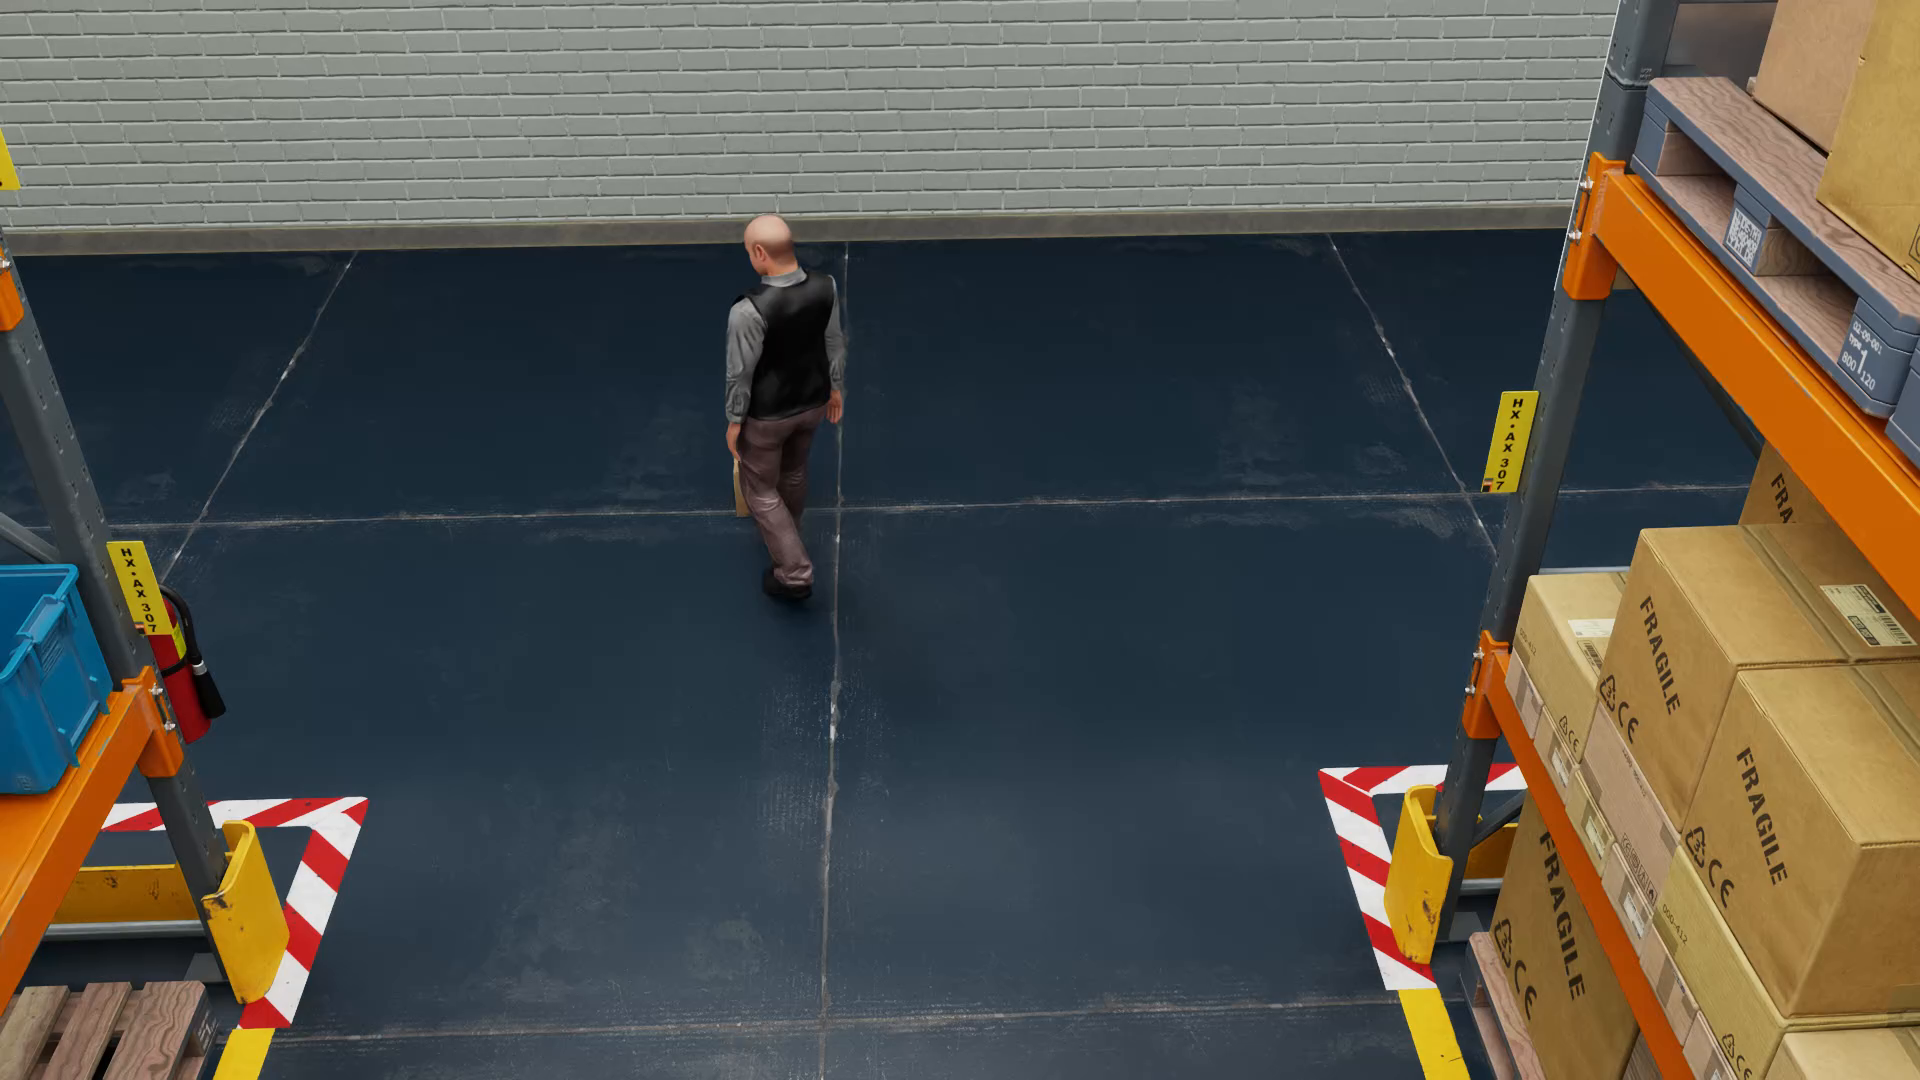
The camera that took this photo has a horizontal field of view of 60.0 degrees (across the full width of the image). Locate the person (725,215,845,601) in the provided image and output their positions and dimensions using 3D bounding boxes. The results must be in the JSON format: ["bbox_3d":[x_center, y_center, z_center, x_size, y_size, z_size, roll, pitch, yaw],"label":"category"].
[{"bbox_3d":[-0.778,-0.576,6.991,0.564,1.697,0.732,-24,42,-31],"label":"person"}]
